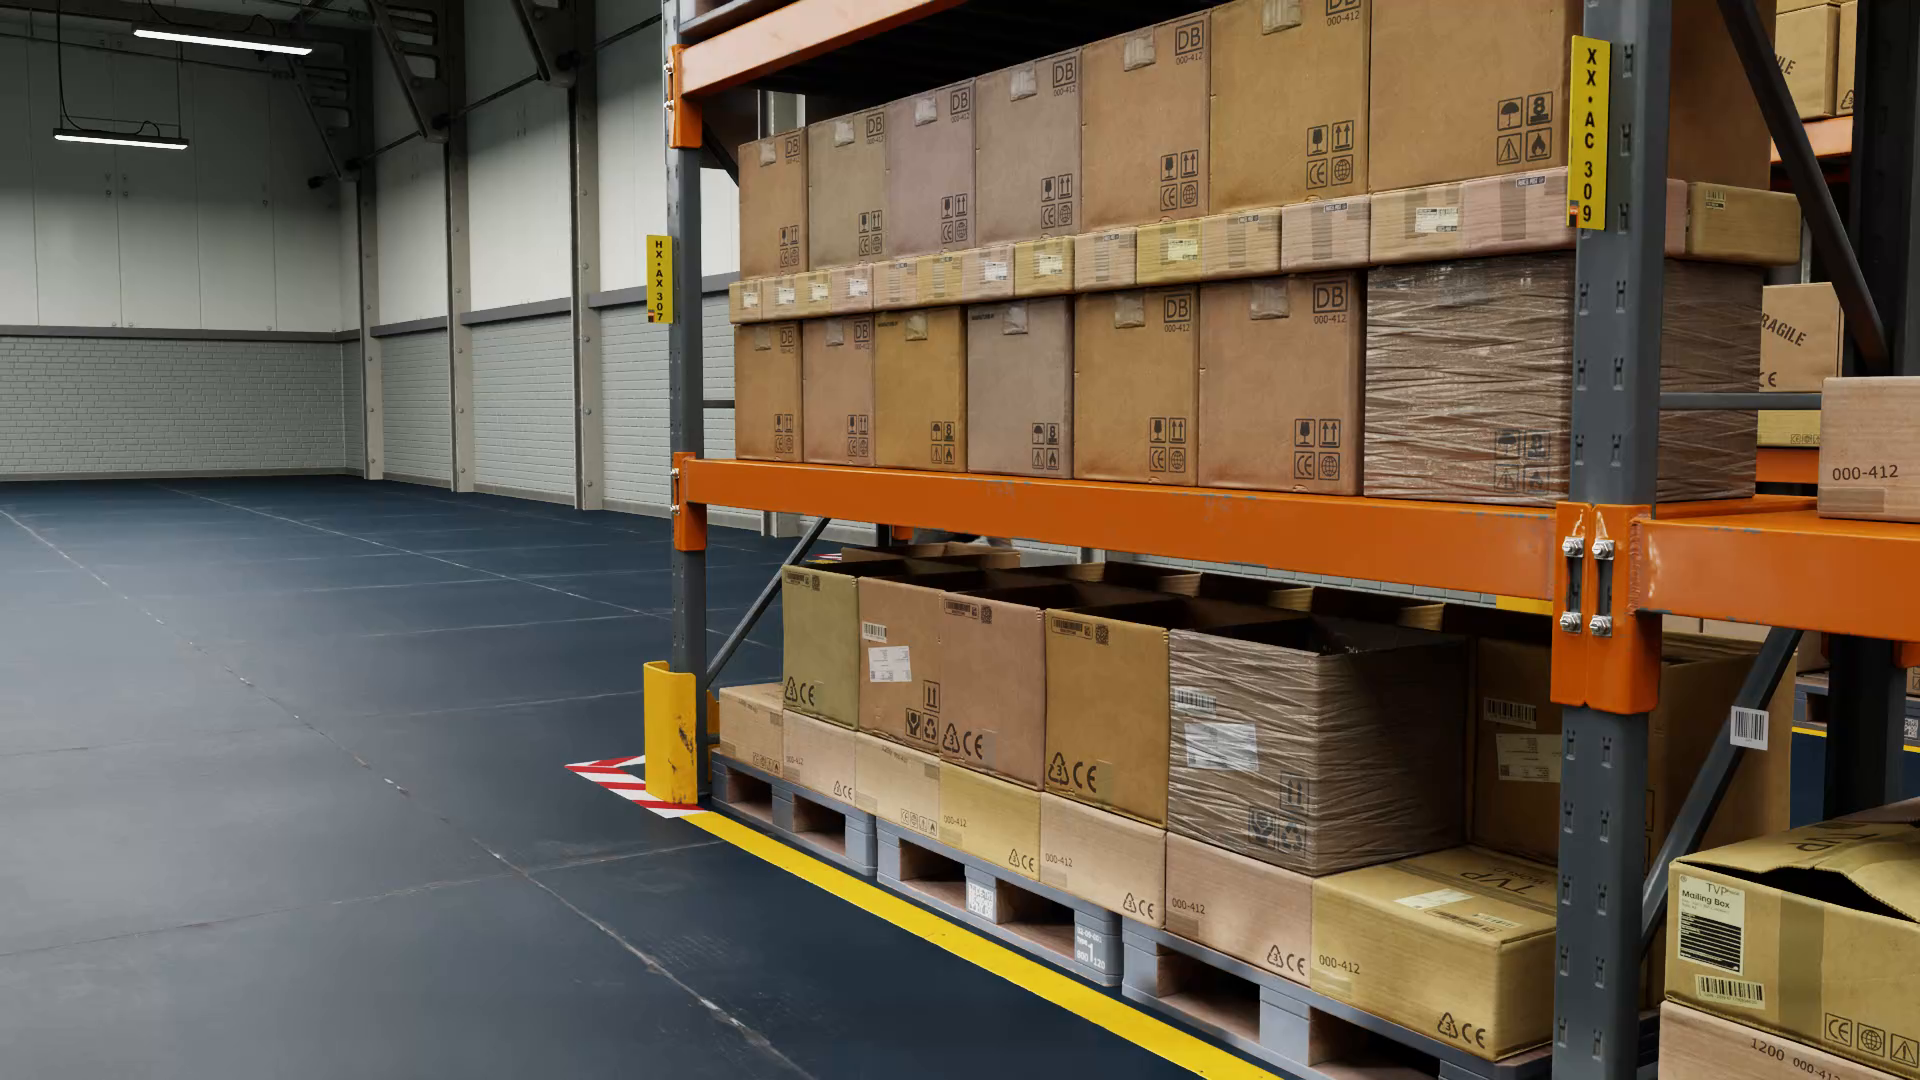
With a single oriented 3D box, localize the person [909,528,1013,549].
[{"bbox_3d":[-0.030,0.156,9.499,0.815,1.168,0.573,-3,6,-34],"label":"person"}]
